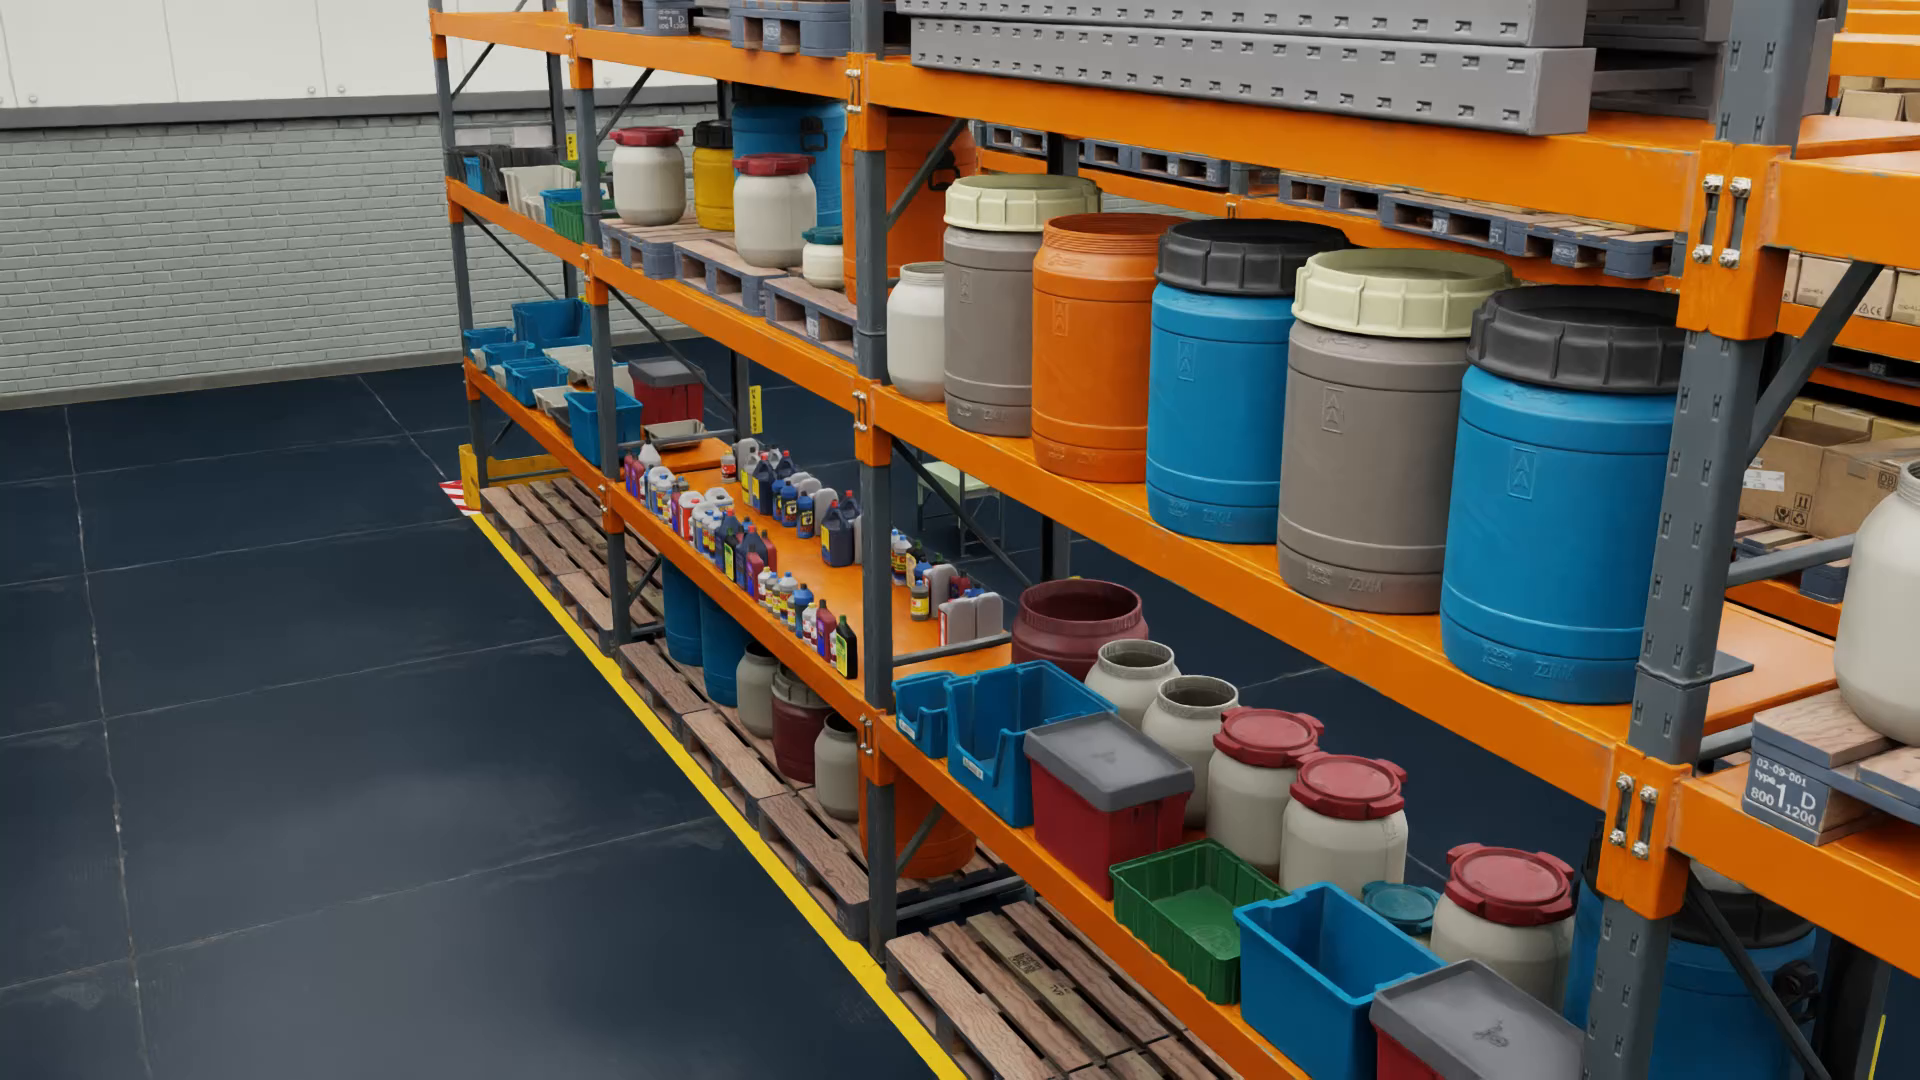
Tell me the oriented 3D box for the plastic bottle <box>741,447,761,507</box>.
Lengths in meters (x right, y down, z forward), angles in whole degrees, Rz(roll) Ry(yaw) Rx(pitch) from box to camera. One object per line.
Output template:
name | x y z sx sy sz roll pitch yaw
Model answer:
plastic bottle | -1.264 -0.397 10.258 0.144 0.351 0.185 -10 21 -27

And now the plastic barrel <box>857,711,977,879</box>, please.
plastic barrel | -0.209 1.182 8.289 0.600 0.830 0.708 -10 21 -27

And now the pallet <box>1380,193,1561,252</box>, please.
pallet | 3.511 -2.100 10.810 1.003 0.211 1.213 -9 21 -24

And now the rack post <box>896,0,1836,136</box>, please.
rack post | 0.927 -1.841 4.865 1.013 1.000 3.121 -10 21 -27

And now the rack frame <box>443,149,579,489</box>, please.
rack frame | -3.761 -1.804 14.260 1.000 3.000 0.127 -10 21 -27

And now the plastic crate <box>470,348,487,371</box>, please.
plastic crate | -3.854 -1.481 13.636 0.250 0.136 0.298 -10 21 -27

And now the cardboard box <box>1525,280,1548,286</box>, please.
cardboard box | 5.952 -2.737 16.356 0.500 0.500 0.500 -10 21 -27

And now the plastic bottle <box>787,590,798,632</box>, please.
plastic bottle | -0.816 0.351 8.321 0.097 0.201 0.097 0 19 0

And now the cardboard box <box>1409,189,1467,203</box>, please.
cardboard box | 3.408 -2.523 10.943 0.797 0.503 0.637 -10 22 -27

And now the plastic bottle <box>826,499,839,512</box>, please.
plastic bottle | -0.714 -0.100 9.520 0.097 0.271 0.097 0 19 0

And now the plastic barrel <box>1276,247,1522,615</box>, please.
plastic barrel | 1.194 -0.314 4.576 0.600 0.901 0.600 0 19 0

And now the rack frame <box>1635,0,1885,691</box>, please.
rack frame | 1.938 -1.195 3.298 1.000 3.000 0.127 -10 21 -27

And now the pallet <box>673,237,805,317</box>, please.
pallet | -0.862 -1.449 8.923 1.003 0.211 1.213 -10 21 -27

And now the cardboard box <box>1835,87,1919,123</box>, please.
cardboard box | 7.529 -3.363 13.379 0.797 0.503 0.637 -10 22 -27

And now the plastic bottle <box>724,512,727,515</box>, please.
plastic bottle | -1.326 -0.062 9.517 0.097 0.201 0.097 0 19 0

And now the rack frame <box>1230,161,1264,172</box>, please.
rack frame | 2.498 -4.259 12.177 1.000 3.000 0.127 -10 21 -27

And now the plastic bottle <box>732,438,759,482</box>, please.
plastic bottle | -1.390 -0.534 10.770 0.152 0.276 0.135 -10 21 -27

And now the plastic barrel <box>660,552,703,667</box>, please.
plastic barrel | -1.618 0.297 10.746 0.600 0.901 0.708 -10 21 -27

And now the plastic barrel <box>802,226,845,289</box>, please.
plastic barrel | -0.600 -1.343 7.896 0.301 0.262 0.301 0 19 0

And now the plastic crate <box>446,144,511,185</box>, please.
plastic crate | -3.823 -3.006 13.347 0.497 0.269 0.590 -10 21 -27

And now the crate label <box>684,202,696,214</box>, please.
crate label | -1.839 -2.134 11.023 0.293 0.136 0.466 -10 21 -27

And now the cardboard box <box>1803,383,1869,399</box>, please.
cardboard box | 7.719 -1.209 14.575 0.500 0.250 0.500 -9 21 -24

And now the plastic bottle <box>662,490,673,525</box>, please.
plastic bottle | -1.726 -0.199 9.914 0.097 0.201 0.097 0 19 0

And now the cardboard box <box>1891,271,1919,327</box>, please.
cardboard box | 4.892 -1.154 8.007 0.500 0.250 0.500 -9 21 -26

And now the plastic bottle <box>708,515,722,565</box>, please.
plastic bottle | -1.350 -0.005 9.244 0.097 0.271 0.097 0 19 0

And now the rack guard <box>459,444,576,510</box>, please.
rack guard | -3.784 -0.627 14.682 1.175 0.500 0.348 -10 21 -27

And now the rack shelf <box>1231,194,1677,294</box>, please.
rack shelf | 3.447 -1.926 11.120 1.077 0.370 4.000 -10 21 -27

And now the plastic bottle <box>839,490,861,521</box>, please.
plastic bottle | -0.614 -0.103 9.406 0.144 0.351 0.185 -10 21 -27

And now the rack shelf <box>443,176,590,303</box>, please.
rack shelf | -2.811 -2.307 12.224 1.077 0.370 4.000 -10 21 -27

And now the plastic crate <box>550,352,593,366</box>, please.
plastic crate | -3.089 -1.416 13.448 0.396 0.136 0.243 -10 21 -27

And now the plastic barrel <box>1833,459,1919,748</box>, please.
plastic barrel | 1.969 0.126 3.254 0.421 0.512 0.421 0 19 0

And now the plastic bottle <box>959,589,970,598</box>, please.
plastic bottle | 0.040 0.347 8.332 0.097 0.201 0.097 0 19 0

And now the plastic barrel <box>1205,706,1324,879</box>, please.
plastic barrel | 1.122 0.933 6.119 0.433 0.535 0.433 0 19 0

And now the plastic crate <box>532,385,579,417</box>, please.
plastic crate | -2.953 -1.012 12.279 0.293 0.136 0.466 -10 21 -27

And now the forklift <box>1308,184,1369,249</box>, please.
forklift | 4.025 -2.531 16.472 3.031 2.935 1.130 -16 25 -38

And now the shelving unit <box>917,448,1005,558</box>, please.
shelving unit | 0.003 -0.707 13.381 0.431 1.500 0.755 -10 21 -27

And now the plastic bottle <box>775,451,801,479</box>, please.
plastic bottle | -1.049 -0.366 10.169 0.144 0.351 0.185 -10 21 -27

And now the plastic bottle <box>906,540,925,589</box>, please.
plastic bottle | -0.236 0.129 8.838 0.061 0.283 0.133 -10 21 -27

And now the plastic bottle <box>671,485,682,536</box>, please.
plastic bottle | -1.641 -0.174 9.716 0.061 0.283 0.133 -10 21 -27

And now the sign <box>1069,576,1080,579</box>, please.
sign | 0.519 0.328 7.831 0.100 0.325 0.005 -10 21 -27

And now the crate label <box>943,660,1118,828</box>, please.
crate label | 0.272 0.803 6.651 0.502 0.435 0.616 -10 21 -27

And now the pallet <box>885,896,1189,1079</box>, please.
pallet | 0.372 2.039 7.398 1.003 0.211 1.213 -10 21 -27

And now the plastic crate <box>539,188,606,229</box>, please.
plastic crate | -2.575 -2.206 11.084 0.416 0.233 0.300 -10 21 -27

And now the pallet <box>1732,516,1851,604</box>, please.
pallet | 4.829 0.004 9.314 1.213 0.211 1.003 -10 21 -27

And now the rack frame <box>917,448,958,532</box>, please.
rack frame | -0.171 -0.812 13.686 0.400 1.500 0.023 -10 21 -27

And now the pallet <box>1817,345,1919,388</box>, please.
pallet | 7.834 -1.485 13.630 1.003 0.211 1.213 -10 21 -27

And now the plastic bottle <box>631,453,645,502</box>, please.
plastic bottle | -1.999 -0.391 10.344 0.061 0.283 0.133 -10 21 -27

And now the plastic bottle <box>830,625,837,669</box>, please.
plastic bottle | -0.568 0.501 7.886 0.097 0.201 0.097 0 19 0

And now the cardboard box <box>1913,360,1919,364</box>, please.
cardboard box | 7.688 -1.458 13.000 0.380 0.149 0.250 -11 22 -29

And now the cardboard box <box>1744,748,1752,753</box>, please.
cardboard box | 4.733 0.889 9.615 0.700 0.500 0.500 -11 22 -30

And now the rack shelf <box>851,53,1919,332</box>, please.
rack shelf | 0.988 -1.240 5.145 1.077 0.370 4.000 -10 21 -27
